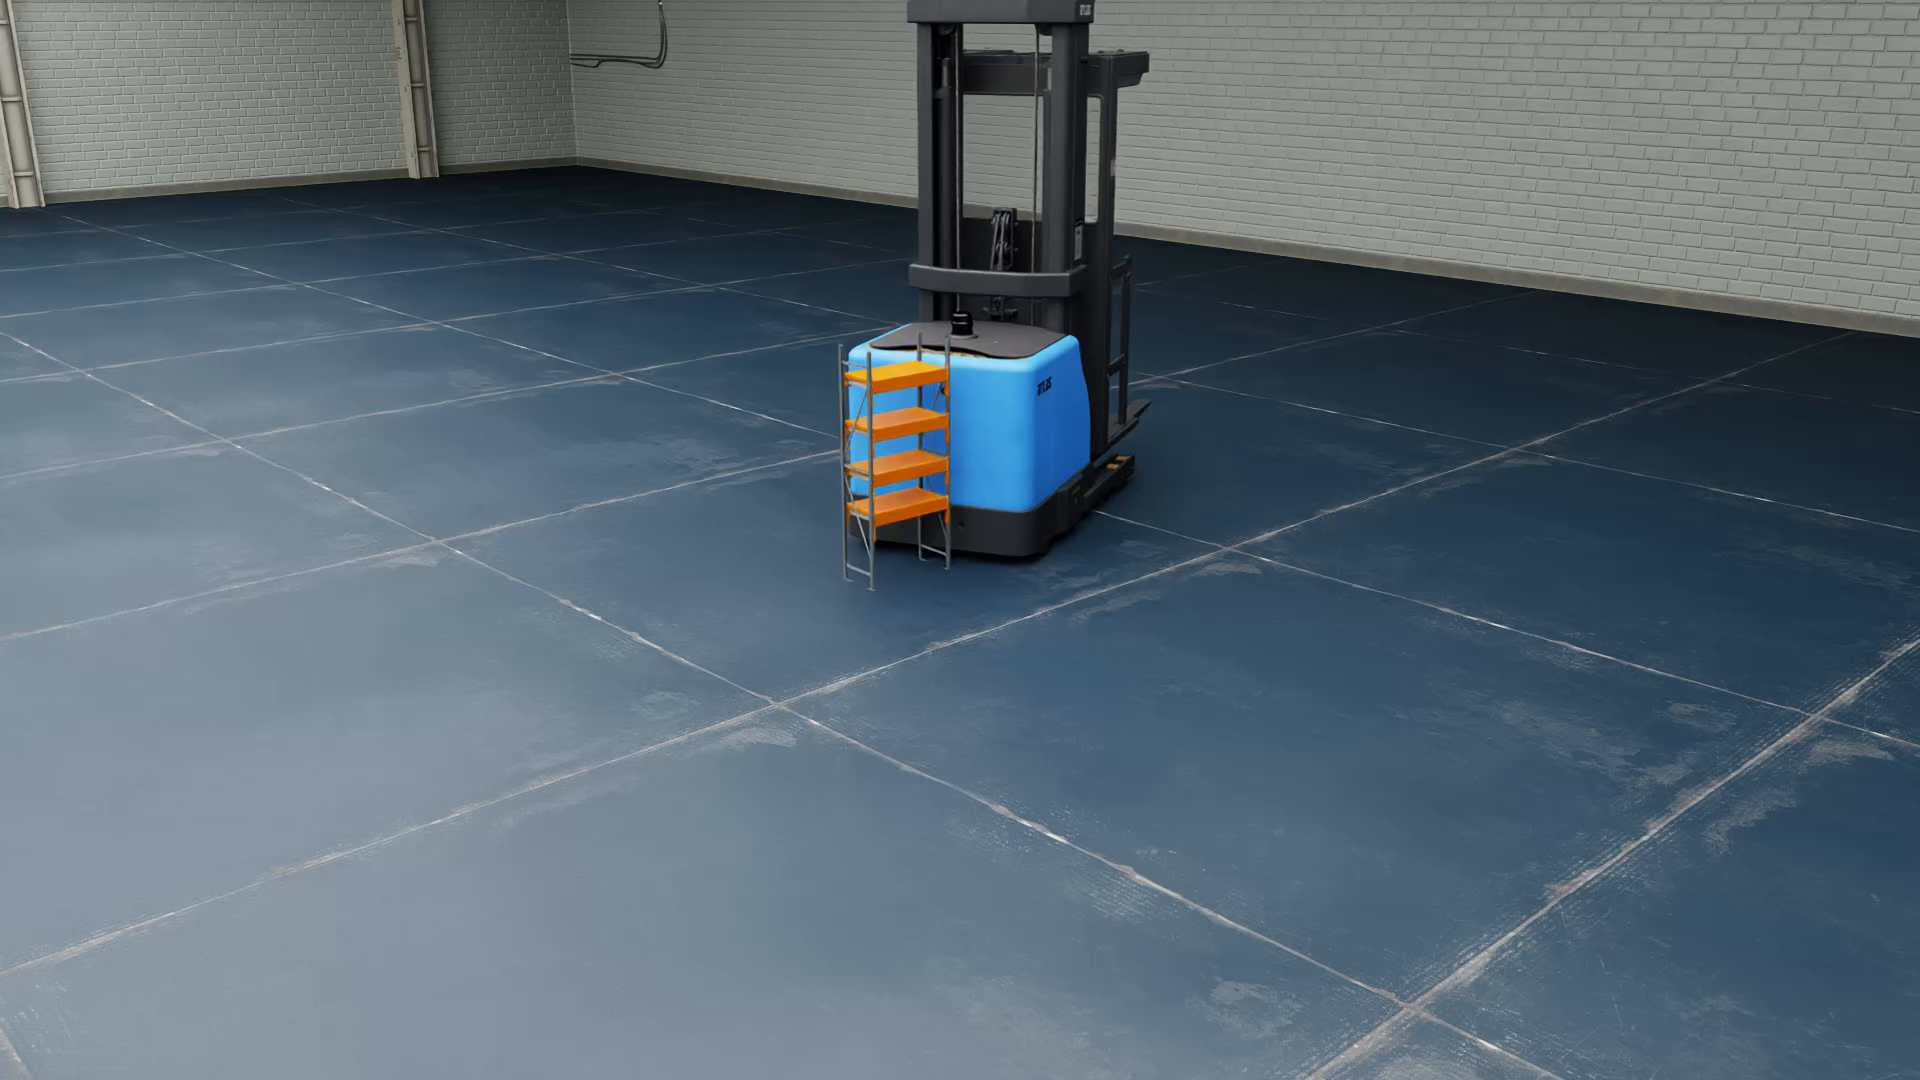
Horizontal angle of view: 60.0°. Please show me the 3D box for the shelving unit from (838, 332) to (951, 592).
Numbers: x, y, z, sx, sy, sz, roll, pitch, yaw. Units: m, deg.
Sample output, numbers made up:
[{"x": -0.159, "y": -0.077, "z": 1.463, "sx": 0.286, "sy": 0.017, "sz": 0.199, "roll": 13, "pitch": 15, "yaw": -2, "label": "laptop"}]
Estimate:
[{"x": -0.316, "y": -0.391, "z": 8.245, "sx": 0.503, "sy": 1.200, "sz": 0.258, "roll": -15, "pitch": 23, "yaw": -38, "label": "shelving unit"}]

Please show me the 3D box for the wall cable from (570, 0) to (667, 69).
[{"x": -5.816, "y": -9.135, "z": 27.604, "sx": 0.112, "sy": 2.526, "sz": 3.097, "roll": -16, "pitch": 24, "yaw": -41, "label": "wall cable"}]

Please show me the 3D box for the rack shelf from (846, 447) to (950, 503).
[{"x": -0.316, "y": -0.327, "z": 8.266, "sx": 0.480, "sy": 0.148, "sz": 0.258, "roll": -15, "pitch": 23, "yaw": -38, "label": "rack shelf"}]

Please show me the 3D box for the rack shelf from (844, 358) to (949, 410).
[{"x": -0.316, "y": -0.765, "z": 8.124, "sx": 0.480, "sy": 0.148, "sz": 0.258, "roll": -15, "pitch": 23, "yaw": -38, "label": "rack shelf"}]

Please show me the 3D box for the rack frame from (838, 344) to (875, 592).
[{"x": -0.501, "y": -0.342, "z": 8.093, "sx": 0.015, "sy": 1.200, "sz": 0.240, "roll": -15, "pitch": 23, "yaw": -38, "label": "rack frame"}]

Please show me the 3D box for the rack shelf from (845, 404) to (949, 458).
[{"x": -0.316, "y": -0.540, "z": 8.197, "sx": 0.480, "sy": 0.148, "sz": 0.258, "roll": -15, "pitch": 23, "yaw": -38, "label": "rack shelf"}]

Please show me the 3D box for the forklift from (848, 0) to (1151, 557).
[{"x": 0.416, "y": -1.724, "z": 9.550, "sx": 1.130, "sy": 2.935, "sz": 3.031, "roll": 7, "pitch": 19, "yaw": 20, "label": "forklift"}]

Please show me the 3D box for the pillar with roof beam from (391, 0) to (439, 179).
[{"x": -5.907, "y": -9.320, "z": 23.139, "sx": 0.400, "sy": 9.000, "sz": 9.100, "roll": -16, "pitch": 24, "yaw": -41, "label": "pillar with roof beam"}]

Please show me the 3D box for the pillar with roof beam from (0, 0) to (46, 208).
[{"x": -10.267, "y": -8.048, "z": 19.217, "sx": 0.400, "sy": 9.000, "sz": 9.100, "roll": -16, "pitch": 24, "yaw": -41, "label": "pillar with roof beam"}]

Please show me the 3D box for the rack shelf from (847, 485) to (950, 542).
[{"x": -0.316, "y": -0.138, "z": 8.327, "sx": 0.480, "sy": 0.148, "sz": 0.258, "roll": -15, "pitch": 23, "yaw": -38, "label": "rack shelf"}]

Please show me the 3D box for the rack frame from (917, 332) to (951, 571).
[{"x": -0.132, "y": -0.440, "z": 8.397, "sx": 0.015, "sy": 1.200, "sz": 0.240, "roll": -15, "pitch": 23, "yaw": -38, "label": "rack frame"}]
